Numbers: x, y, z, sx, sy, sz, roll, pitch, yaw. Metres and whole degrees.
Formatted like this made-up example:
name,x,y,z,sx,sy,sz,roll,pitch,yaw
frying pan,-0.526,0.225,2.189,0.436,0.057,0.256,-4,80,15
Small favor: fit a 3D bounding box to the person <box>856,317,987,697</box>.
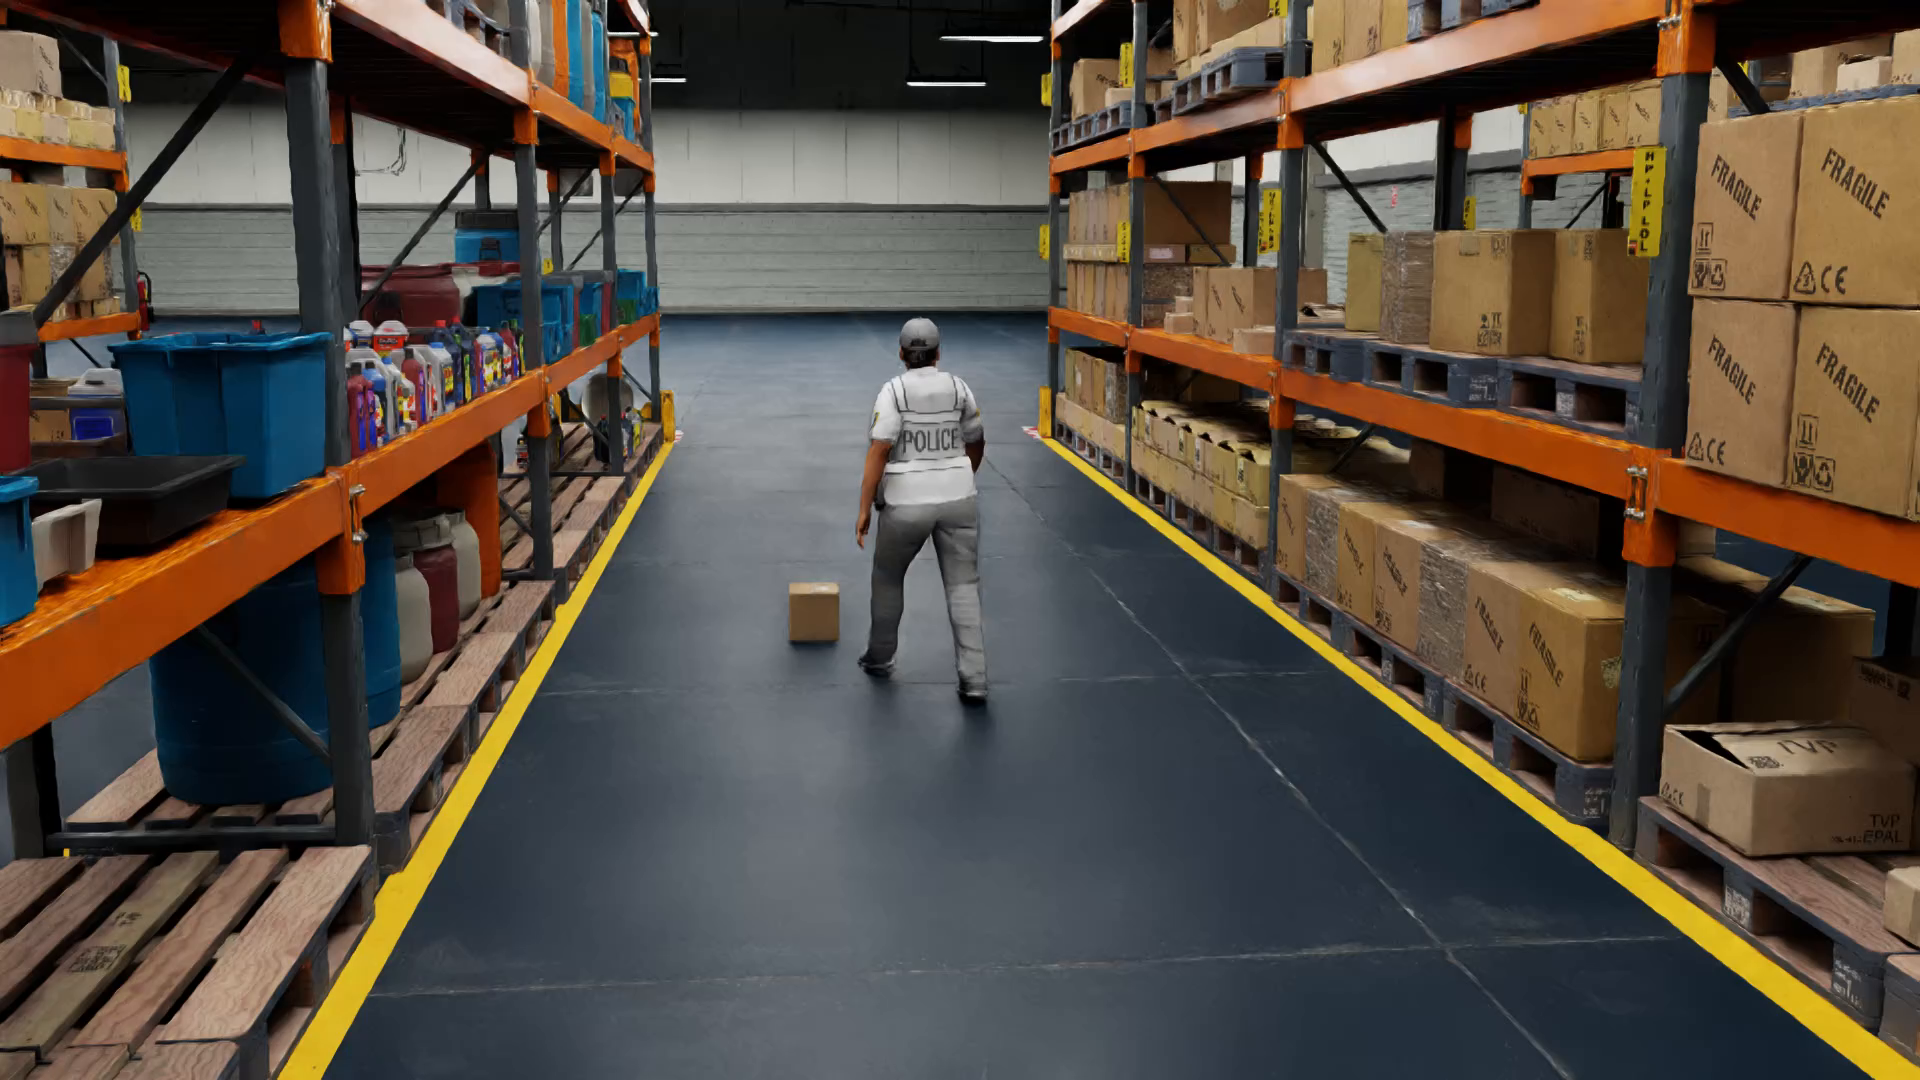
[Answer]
name,x,y,z,sx,sy,sz,roll,pitch,yaw
person,-0.202,-0.163,7.330,0.655,1.628,0.909,-4,11,-20
